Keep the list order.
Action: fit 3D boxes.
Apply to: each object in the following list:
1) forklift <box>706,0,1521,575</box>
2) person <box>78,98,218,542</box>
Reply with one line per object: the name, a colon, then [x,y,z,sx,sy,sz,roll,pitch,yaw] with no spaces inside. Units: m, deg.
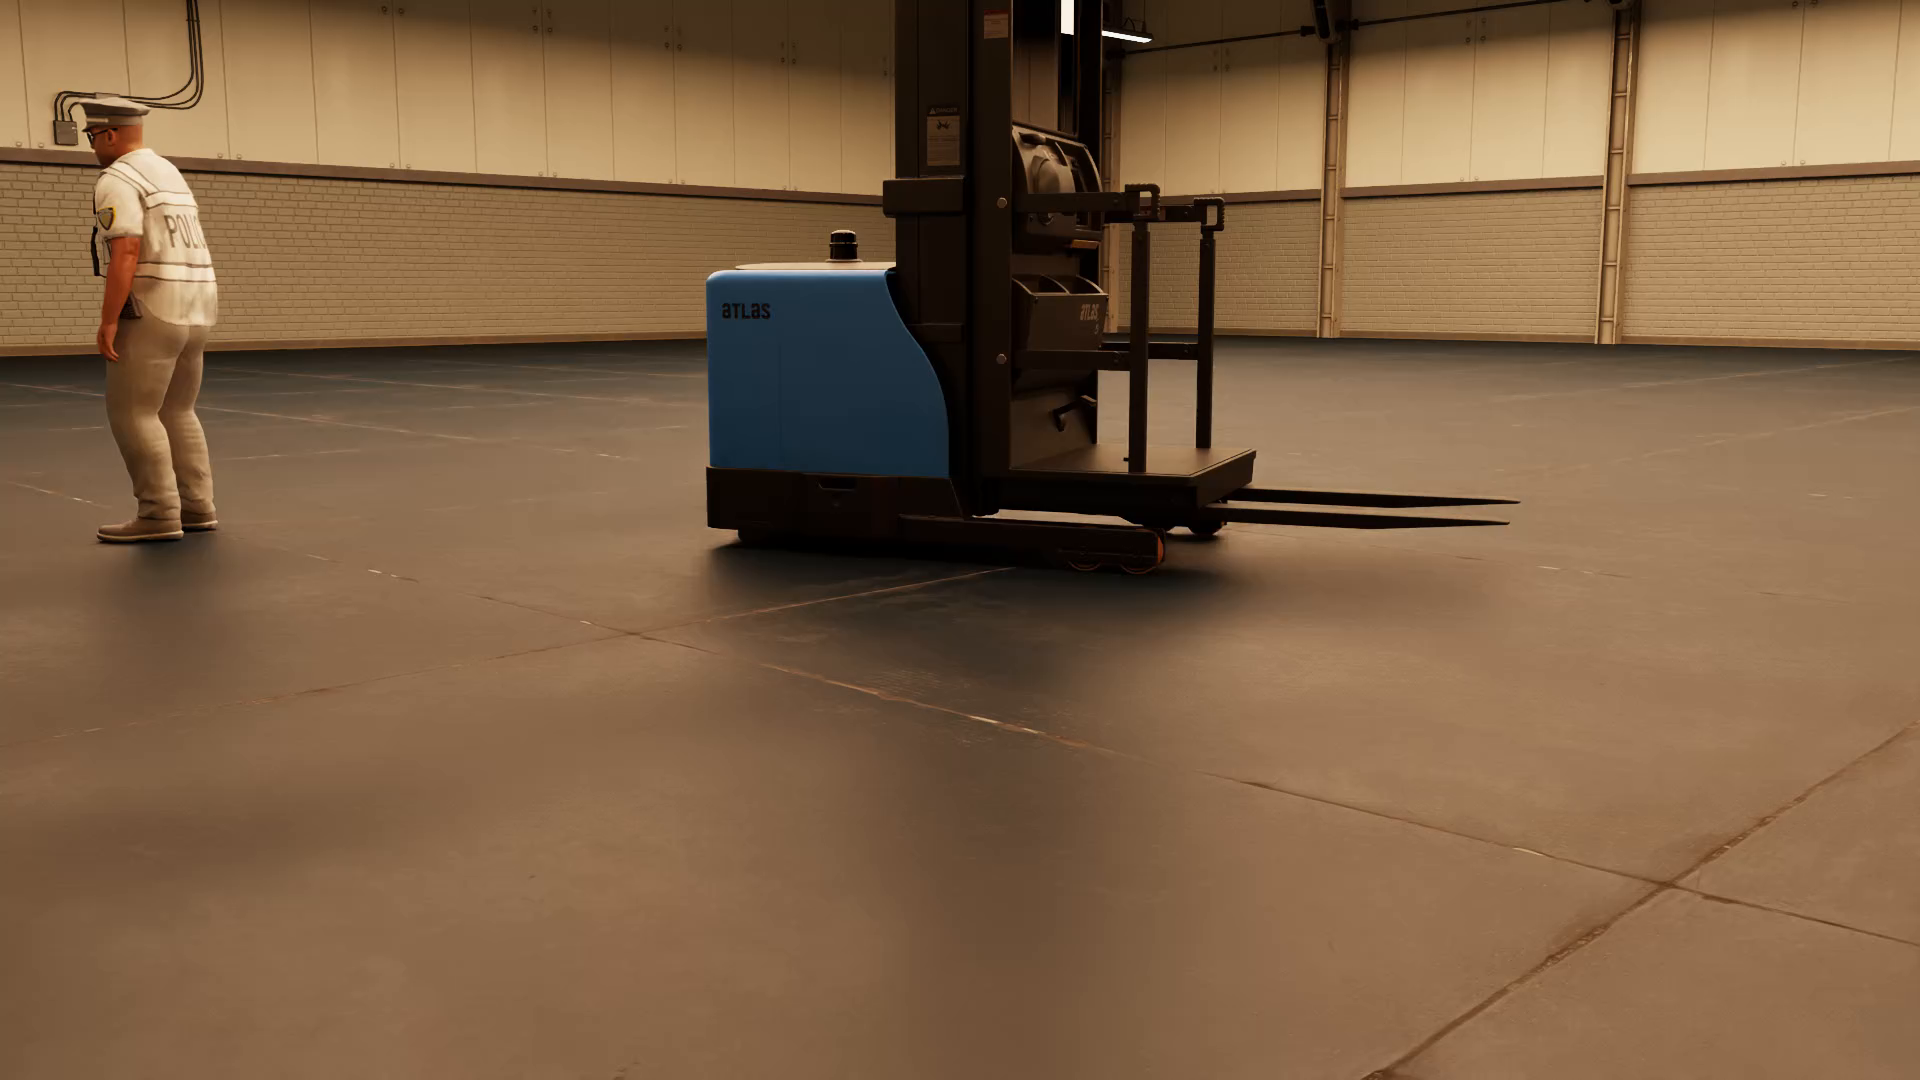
forklift: [0.565,-1.416,6.275,3.031,2.935,1.130,3,9,22]
person: [-3.248,-0.883,6.703,0.433,1.748,0.586,1,9,3]
